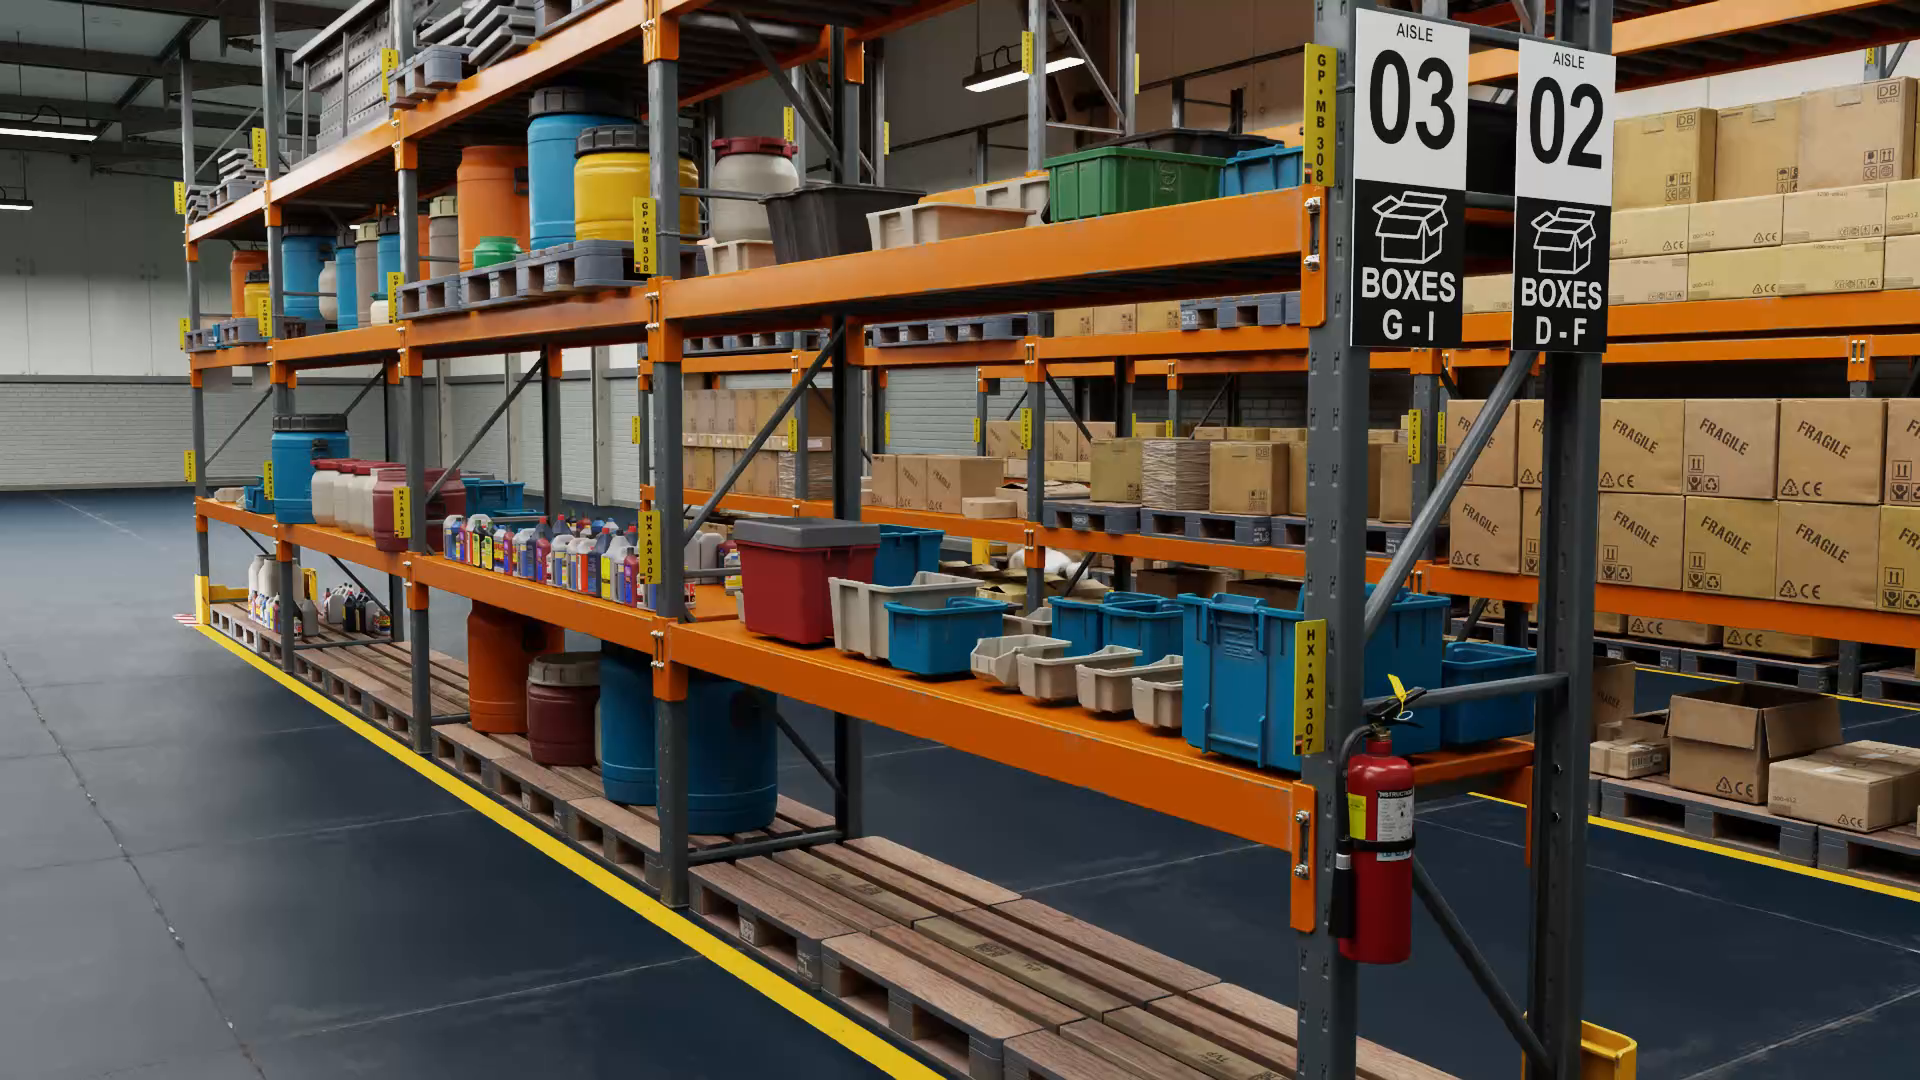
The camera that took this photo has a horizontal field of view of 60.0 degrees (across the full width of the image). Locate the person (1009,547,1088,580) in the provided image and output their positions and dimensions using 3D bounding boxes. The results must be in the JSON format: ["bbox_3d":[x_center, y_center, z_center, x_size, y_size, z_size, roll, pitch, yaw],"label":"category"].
[{"bbox_3d":[0.910,0.504,16.705,0.504,0.873,1.003,-3,6,-36],"label":"person"}]
